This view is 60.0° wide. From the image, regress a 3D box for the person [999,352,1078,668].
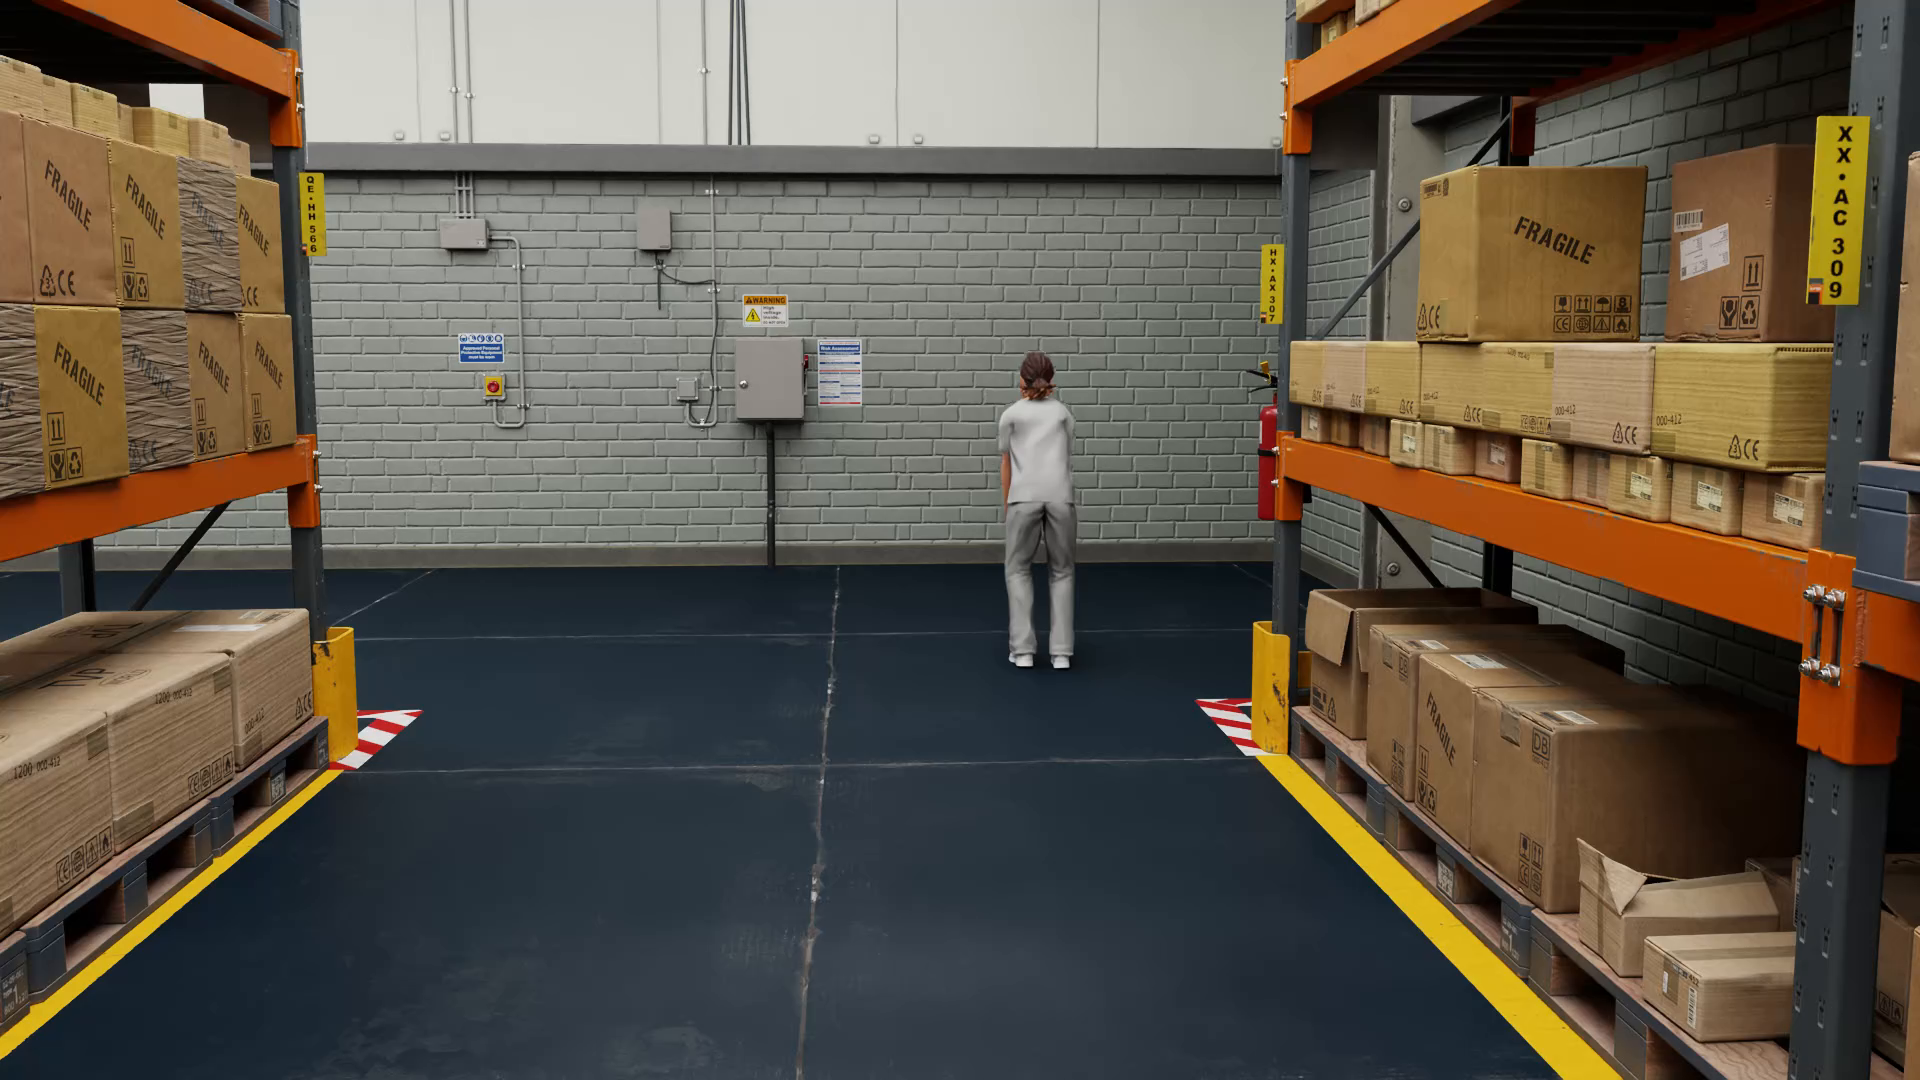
[{"bbox_3d":[0.403,-0.161,8.729,0.408,1.646,0.528,-1,7,-5],"label":"person"}]
